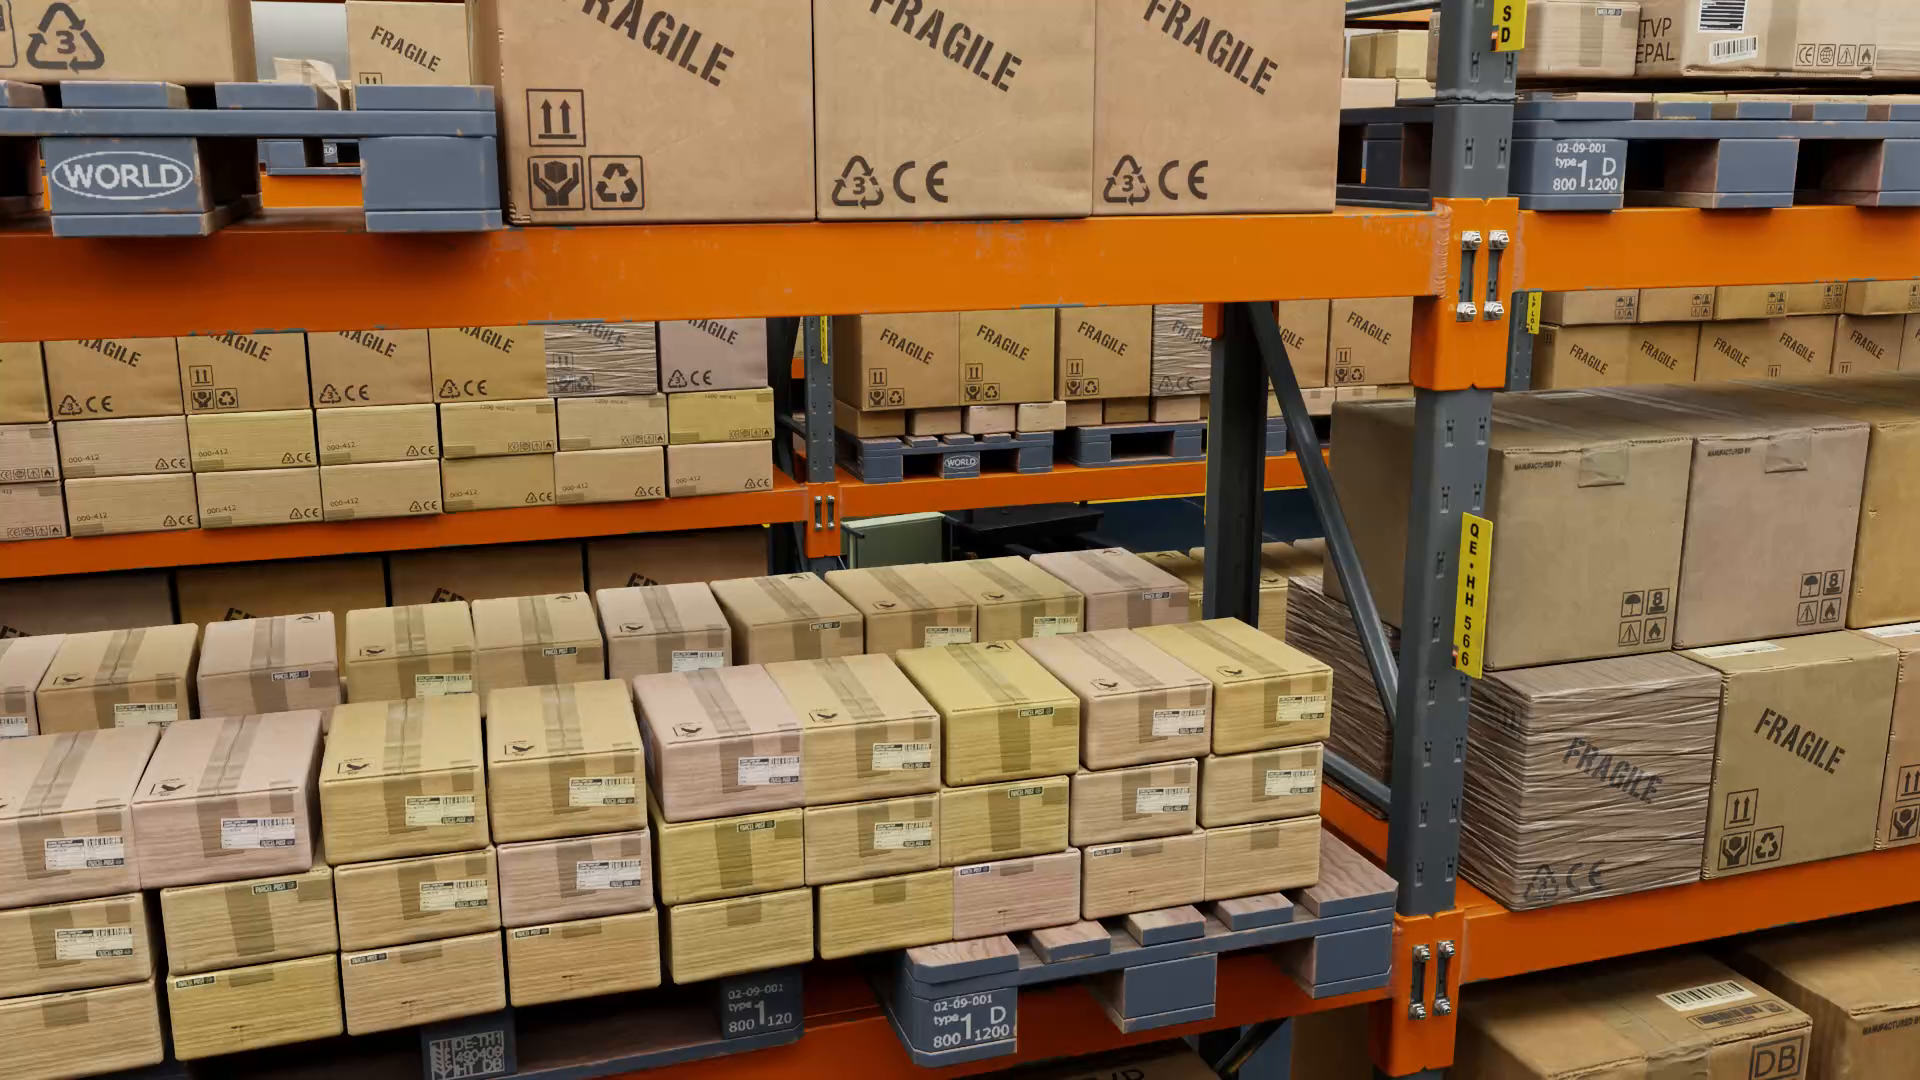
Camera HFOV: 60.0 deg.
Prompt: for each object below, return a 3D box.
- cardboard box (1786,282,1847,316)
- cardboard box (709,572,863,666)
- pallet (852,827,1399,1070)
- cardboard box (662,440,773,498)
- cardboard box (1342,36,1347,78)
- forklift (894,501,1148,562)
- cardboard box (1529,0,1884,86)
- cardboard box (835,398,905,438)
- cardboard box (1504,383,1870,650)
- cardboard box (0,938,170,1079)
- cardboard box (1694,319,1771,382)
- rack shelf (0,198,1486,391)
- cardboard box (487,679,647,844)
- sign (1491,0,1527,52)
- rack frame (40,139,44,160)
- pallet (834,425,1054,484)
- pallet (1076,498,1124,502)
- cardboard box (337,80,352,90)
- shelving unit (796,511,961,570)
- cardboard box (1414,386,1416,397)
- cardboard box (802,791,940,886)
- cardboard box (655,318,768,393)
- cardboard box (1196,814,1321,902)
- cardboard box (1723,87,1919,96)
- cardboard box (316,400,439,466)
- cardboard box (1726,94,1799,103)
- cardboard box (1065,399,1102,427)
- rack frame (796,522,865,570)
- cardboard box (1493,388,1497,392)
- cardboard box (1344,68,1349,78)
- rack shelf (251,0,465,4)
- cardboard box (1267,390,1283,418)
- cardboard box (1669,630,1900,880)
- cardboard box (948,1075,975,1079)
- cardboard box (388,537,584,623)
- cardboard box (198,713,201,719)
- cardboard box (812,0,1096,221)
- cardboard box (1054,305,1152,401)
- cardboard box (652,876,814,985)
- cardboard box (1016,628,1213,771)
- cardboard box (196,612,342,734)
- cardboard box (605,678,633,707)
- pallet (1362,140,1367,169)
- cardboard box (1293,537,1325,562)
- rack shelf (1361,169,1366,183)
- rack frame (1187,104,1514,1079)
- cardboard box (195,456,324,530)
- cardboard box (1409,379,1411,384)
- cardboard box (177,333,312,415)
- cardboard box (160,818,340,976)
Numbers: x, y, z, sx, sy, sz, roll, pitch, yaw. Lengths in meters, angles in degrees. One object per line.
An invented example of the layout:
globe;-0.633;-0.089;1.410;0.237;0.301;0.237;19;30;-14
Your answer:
cardboard box;4.893;-1.642;10.042;0.500;0.500;0.700;-5;14;-18
cardboard box;-0.389;0.196;3.686;0.250;0.149;0.380;-5;14;-20
pallet;0.208;0.688;3.682;1.003;0.211;1.213;-4;14;-18
cardboard box;-1.222;-0.392;8.133;0.500;0.250;0.500;-5;14;-20
cardboard box;1.815;-2.694;9.341;0.500;0.250;0.500;-5;14;-19
forklift;0.336;-1.304;11.790;1.130;2.935;3.031;-8;16;-32
cardboard box;1.606;-1.155;3.604;0.500;0.311;0.500;-4;14;-18
cardboard box;-0.458;-0.625;8.422;0.250;0.149;0.380;-5;14;-21
cardboard box;1.757;-0.085;4.140;0.500;0.500;0.700;-5;14;-19
cardboard box;-1.443;0.727;2.738;0.250;0.149;0.380;-5;14;-21
cardboard box;4.420;-1.095;9.907;0.500;0.500;0.500;-5;14;-19
rack shelf;-1.046;-0.443;3.094;4.000;0.370;1.077;-4;14;-18
cardboard box;-0.695;0.379;2.917;0.250;0.149;0.380;-4;14;-15
sign;1.020;-1.073;3.071;0.005;0.325;0.100;-4;14;-18
rack frame;-6.203;-1.352;11.846;0.127;3.000;1.000;-4;14;-18
pallet;-0.184;-0.542;8.853;1.003;0.211;1.213;-4;14;-18
pallet;0.693;-0.523;14.387;1.213;0.211;1.003;-4;14;-18
cardboard box;-4.339;-3.139;11.654;0.250;0.149;0.380;-4;14;-18
shelving unit;-0.696;-0.055;11.868;0.755;0.431;1.500;-8;17;-29
cardboard box;2.566;-0.838;9.319;0.250;0.149;0.380;-4;14;-17
cardboard box;-0.212;0.487;3.106;0.250;0.149;0.380;-4;14;-18
cardboard box;-1.232;-0.999;7.983;0.500;0.500;0.500;-5;14;-20
cardboard box;0.528;0.574;3.382;0.250;0.149;0.380;-4;14;-17
cardboard box;2.408;-1.432;4.358;0.500;0.500;0.500;-4;14;-18
cardboard box;-2.659;-0.519;7.585;0.500;0.250;0.500;-5;14;-20
cardboard box;4.435;-2.432;9.585;0.500;0.250;0.500;-4;14;-18
cardboard box;0.566;-0.699;8.734;0.250;0.149;0.380;-4;14;-15
rack frame;-1.014;-0.010;11.692;0.023;0.400;1.500;-8;17;-29
cardboard box;3.308;-1.135;10.074;0.500;0.500;0.500;-5;14;-20
cardboard box;3.259;-3.826;14.416;0.637;0.503;0.797;-4;14;-16
rack shelf;-4.307;-3.874;11.902;4.000;0.370;1.077;-4;14;-18
cardboard box;1.595;-0.766;9.016;0.250;0.149;0.380;-4;14;-18
cardboard box;1.842;0.458;4.018;0.500;0.500;0.500;-5;14;-19
cardboard box;-0.190;1.314;3.512;0.500;0.250;0.500;-4;14;-17
cardboard box;-2.353;0.368;8.298;0.875;0.875;0.875;-4;14;-17
cardboard box;-1.637;0.437;3.315;0.250;0.149;0.380;-5;14;-21
cardboard box;-0.081;-0.851;3.042;0.500;0.500;0.500;-4;14;-18
cardboard box;0.668;-1.020;8.682;0.500;0.500;0.500;-4;14;-17
cardboard box;-0.443;0.649;3.068;0.250;0.149;0.380;-5;14;-21
cardboard box;0.292;0.302;3.240;0.250;0.149;0.380;-5;14;-19
cardboard box;-1.388;0.274;3.358;0.250;0.149;0.380;-5;14;-21
cardboard box;-0.657;0.362;3.633;0.250;0.149;0.380;-4;14;-18
pallet;2.347;-2.200;9.334;1.003;0.211;1.213;-4;14;-18
cardboard box;2.470;0.259;9.843;0.625;0.372;0.950;-4;14;-17
rack shelf;1.070;-1.816;8.868;4.000;0.370;1.077;-4;14;-18
rack frame;0.849;0.519;3.979;0.127;3.000;1.000;-4;14;-18
cardboard box;-3.134;-0.238;7.487;0.500;0.250;0.500;-5;14;-19
cardboard box;2.601;-1.168;9.303;0.500;0.500;0.500;-5;14;-19
cardboard box;-3.158;-0.849;7.351;0.500;0.500;0.500;-5;14;-19
cardboard box;-1.180;0.561;2.794;0.250;0.149;0.380;-5;14;-19
